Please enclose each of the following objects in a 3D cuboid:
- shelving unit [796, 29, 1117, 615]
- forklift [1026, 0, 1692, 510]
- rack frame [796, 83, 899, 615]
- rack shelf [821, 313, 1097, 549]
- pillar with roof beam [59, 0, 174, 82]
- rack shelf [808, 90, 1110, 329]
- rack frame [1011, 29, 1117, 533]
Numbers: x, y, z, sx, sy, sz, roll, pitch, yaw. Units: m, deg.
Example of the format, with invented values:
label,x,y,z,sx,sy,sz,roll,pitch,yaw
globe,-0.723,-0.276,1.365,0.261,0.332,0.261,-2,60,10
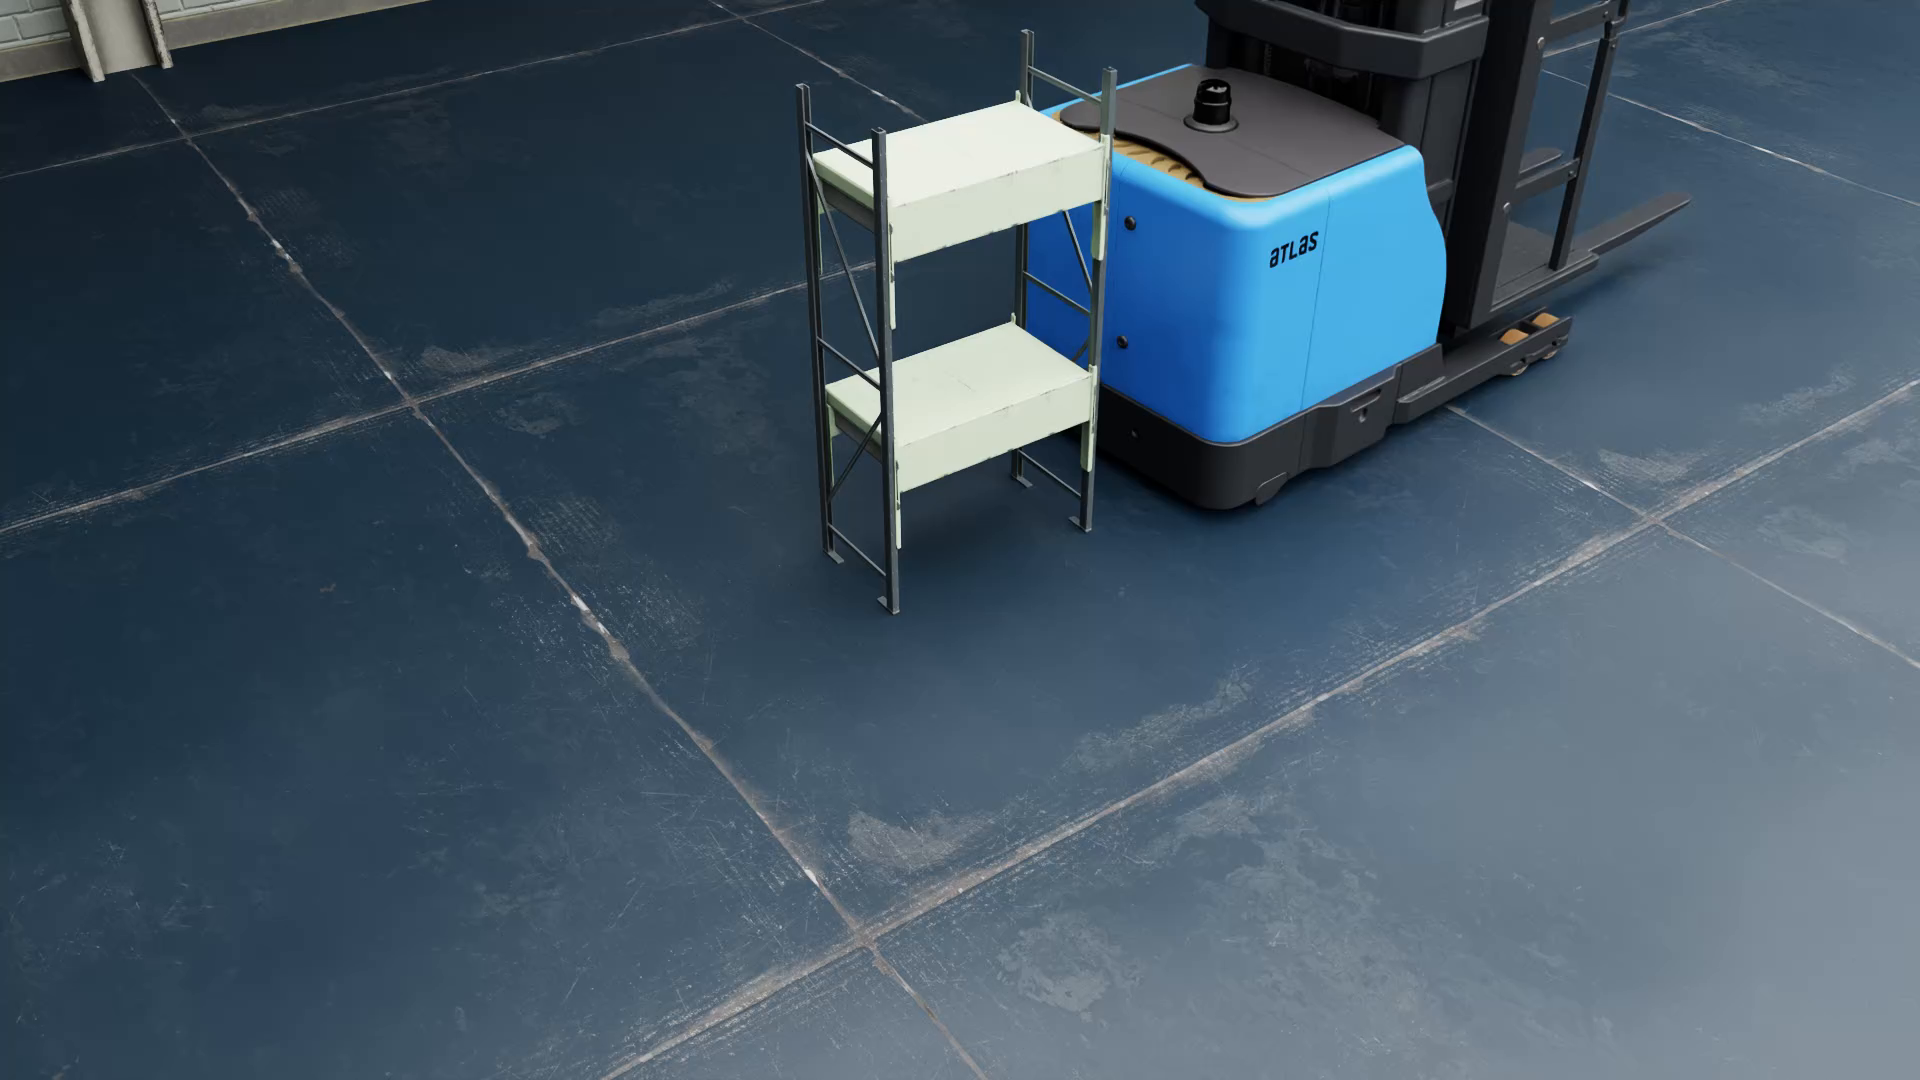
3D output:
label,x,y,z,sx,sy,sz,roll,pitch,yaw
shelving unit,-0.005,-0.607,4.809,0.755,1.500,0.431,-22,41,-28
forklift,1.634,-2.003,5.525,3.031,2.935,1.130,-26,43,-31
rack frame,-0.305,-0.484,4.638,0.023,1.500,0.400,-22,41,-28
rack shelf,-0.005,-0.342,4.999,0.720,0.370,0.431,-22,41,-28
pillar with roof beam,-1.880,-4.080,3.216,0.400,9.000,9.100,-22,41,-28
rack shelf,-0.005,-0.923,4.581,0.720,0.370,0.431,-22,41,-28
rack frame,0.294,-0.730,4.980,0.023,1.500,0.400,-22,41,-28
